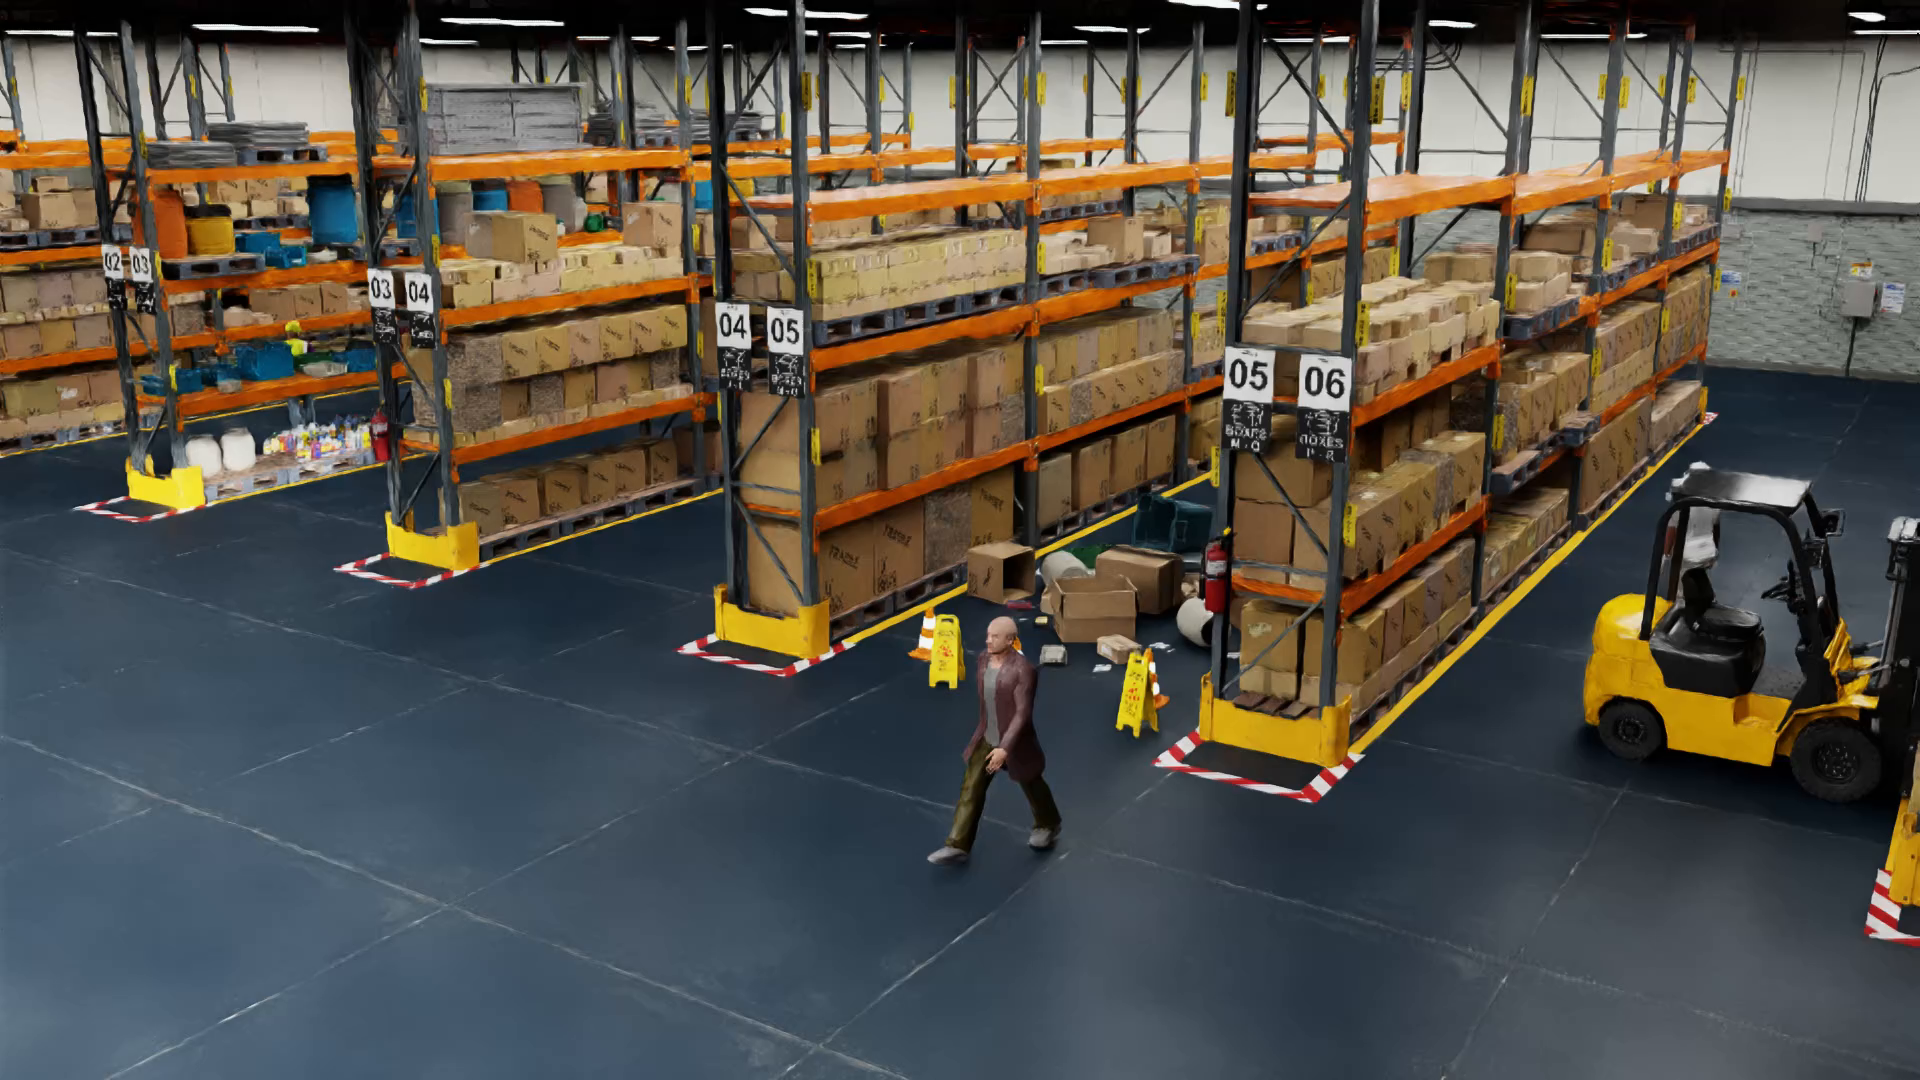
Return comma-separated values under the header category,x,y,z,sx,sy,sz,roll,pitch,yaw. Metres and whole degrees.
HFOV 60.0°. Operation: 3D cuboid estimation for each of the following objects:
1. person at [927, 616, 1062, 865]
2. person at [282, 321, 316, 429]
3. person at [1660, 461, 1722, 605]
category,x,y,z,sx,sy,sz,roll,pitch,yaw
person,0.285,1.333,11.173,0.572,1.715,1.103,13,20,39
person,-9.611,-2.312,24.188,0.685,1.763,0.591,-10,19,-32
person,6.709,0.138,15.347,0.662,1.783,0.577,-8,17,-26
